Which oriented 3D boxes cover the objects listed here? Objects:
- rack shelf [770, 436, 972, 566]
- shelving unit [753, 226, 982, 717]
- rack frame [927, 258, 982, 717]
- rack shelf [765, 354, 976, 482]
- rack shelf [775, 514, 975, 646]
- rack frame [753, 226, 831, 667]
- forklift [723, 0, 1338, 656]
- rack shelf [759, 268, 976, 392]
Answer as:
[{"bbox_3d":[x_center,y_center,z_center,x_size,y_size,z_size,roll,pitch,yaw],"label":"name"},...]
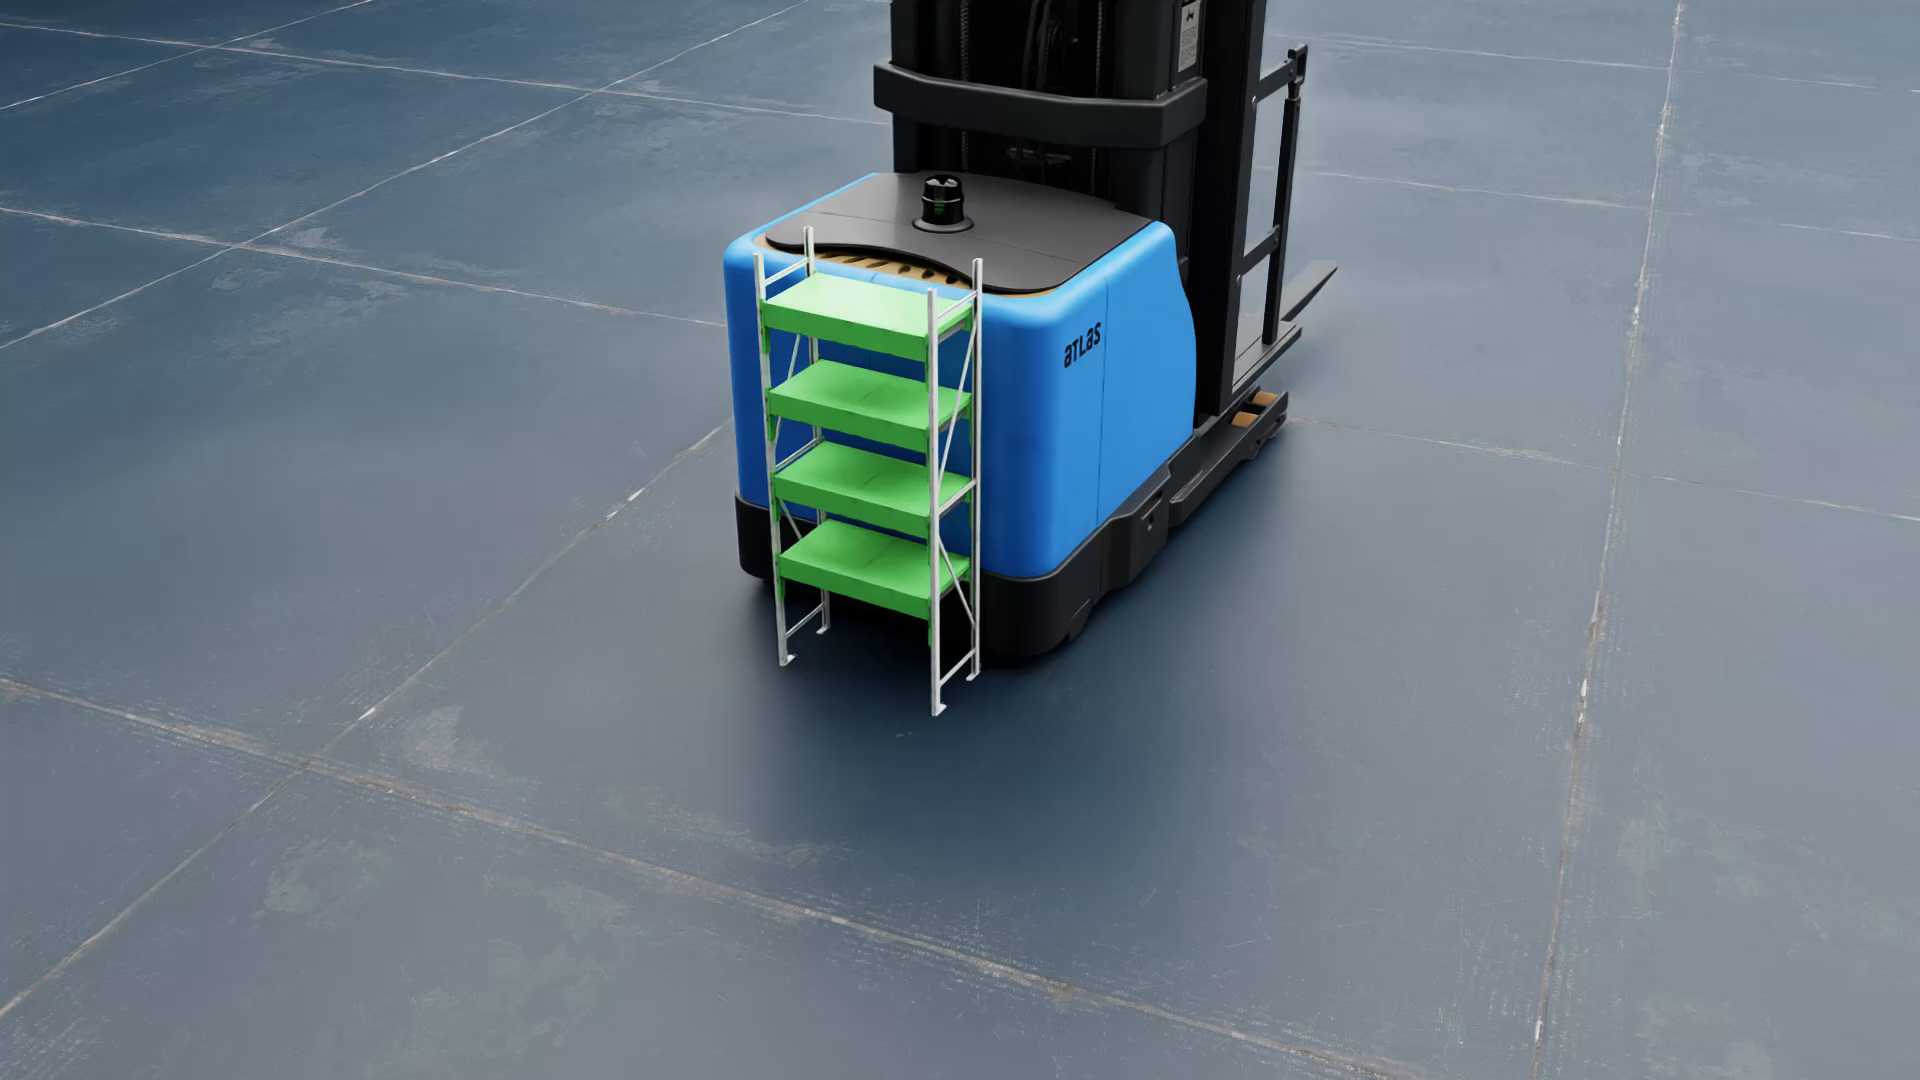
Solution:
[{"bbox_3d":[-0.225,-0.108,4.351,0.480,0.148,0.258,15,33,25],"label":"rack shelf"},{"bbox_3d":[-0.225,-0.163,4.319,0.503,1.200,0.258,15,33,25],"label":"shelving unit"},{"bbox_3d":[-0.011,-0.105,4.216,0.015,1.200,0.240,15,33,25],"label":"rack frame"},{"bbox_3d":[-0.225,-0.316,4.233,0.480,0.148,0.258,15,33,25],"label":"rack shelf"},{"bbox_3d":[-0.225,0.101,4.469,0.480,0.148,0.258,15,33,25],"label":"rack shelf"},{"bbox_3d":[-0.438,-0.221,4.422,0.015,1.200,0.240,15,33,25],"label":"rack frame"},{"bbox_3d":[0.505,-1.652,5.193,1.130,2.935,3.031,16,33,25],"label":"forklift"},{"bbox_3d":[-0.225,-0.525,4.115,0.480,0.148,0.258,15,33,25],"label":"rack shelf"}]
